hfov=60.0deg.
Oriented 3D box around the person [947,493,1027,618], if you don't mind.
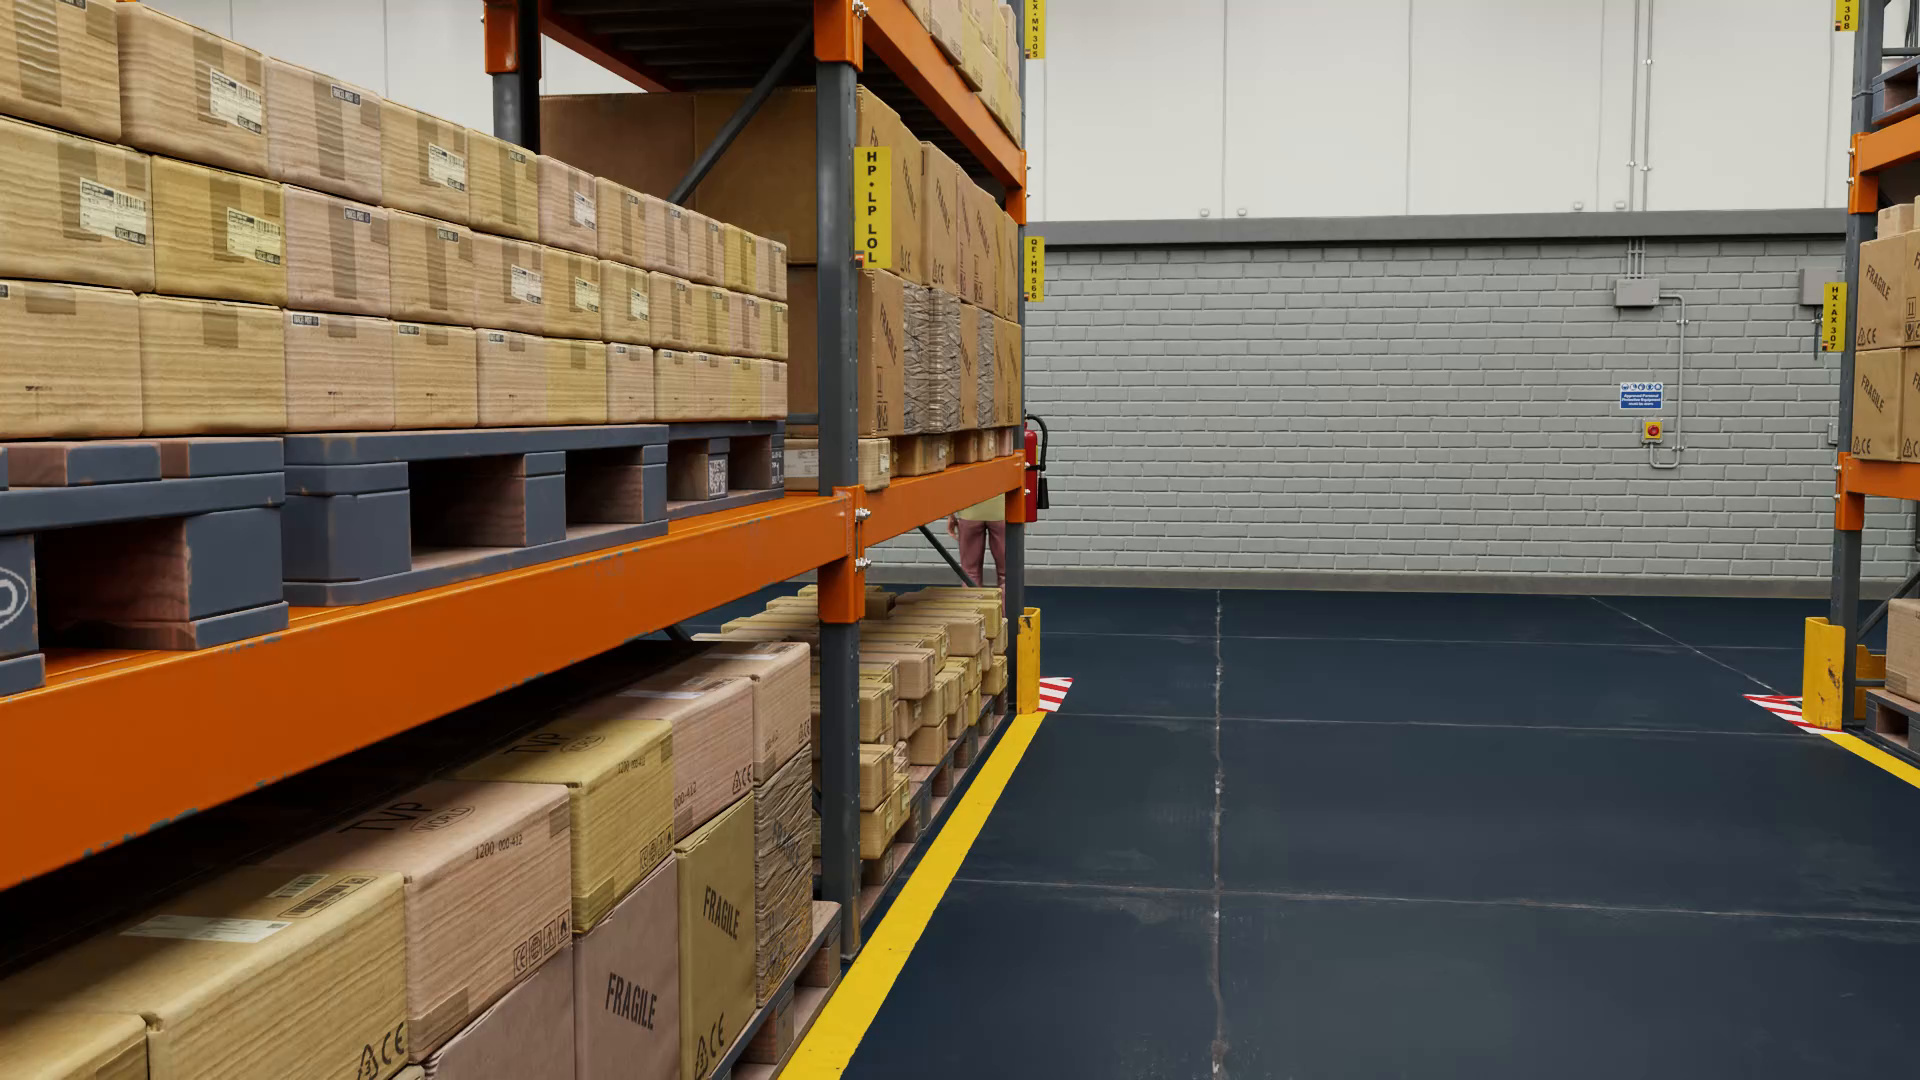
[{"bbox_3d":[0.171,-0.118,10.350,0.518,1.671,0.365,0,5,5],"label":"person"}]
